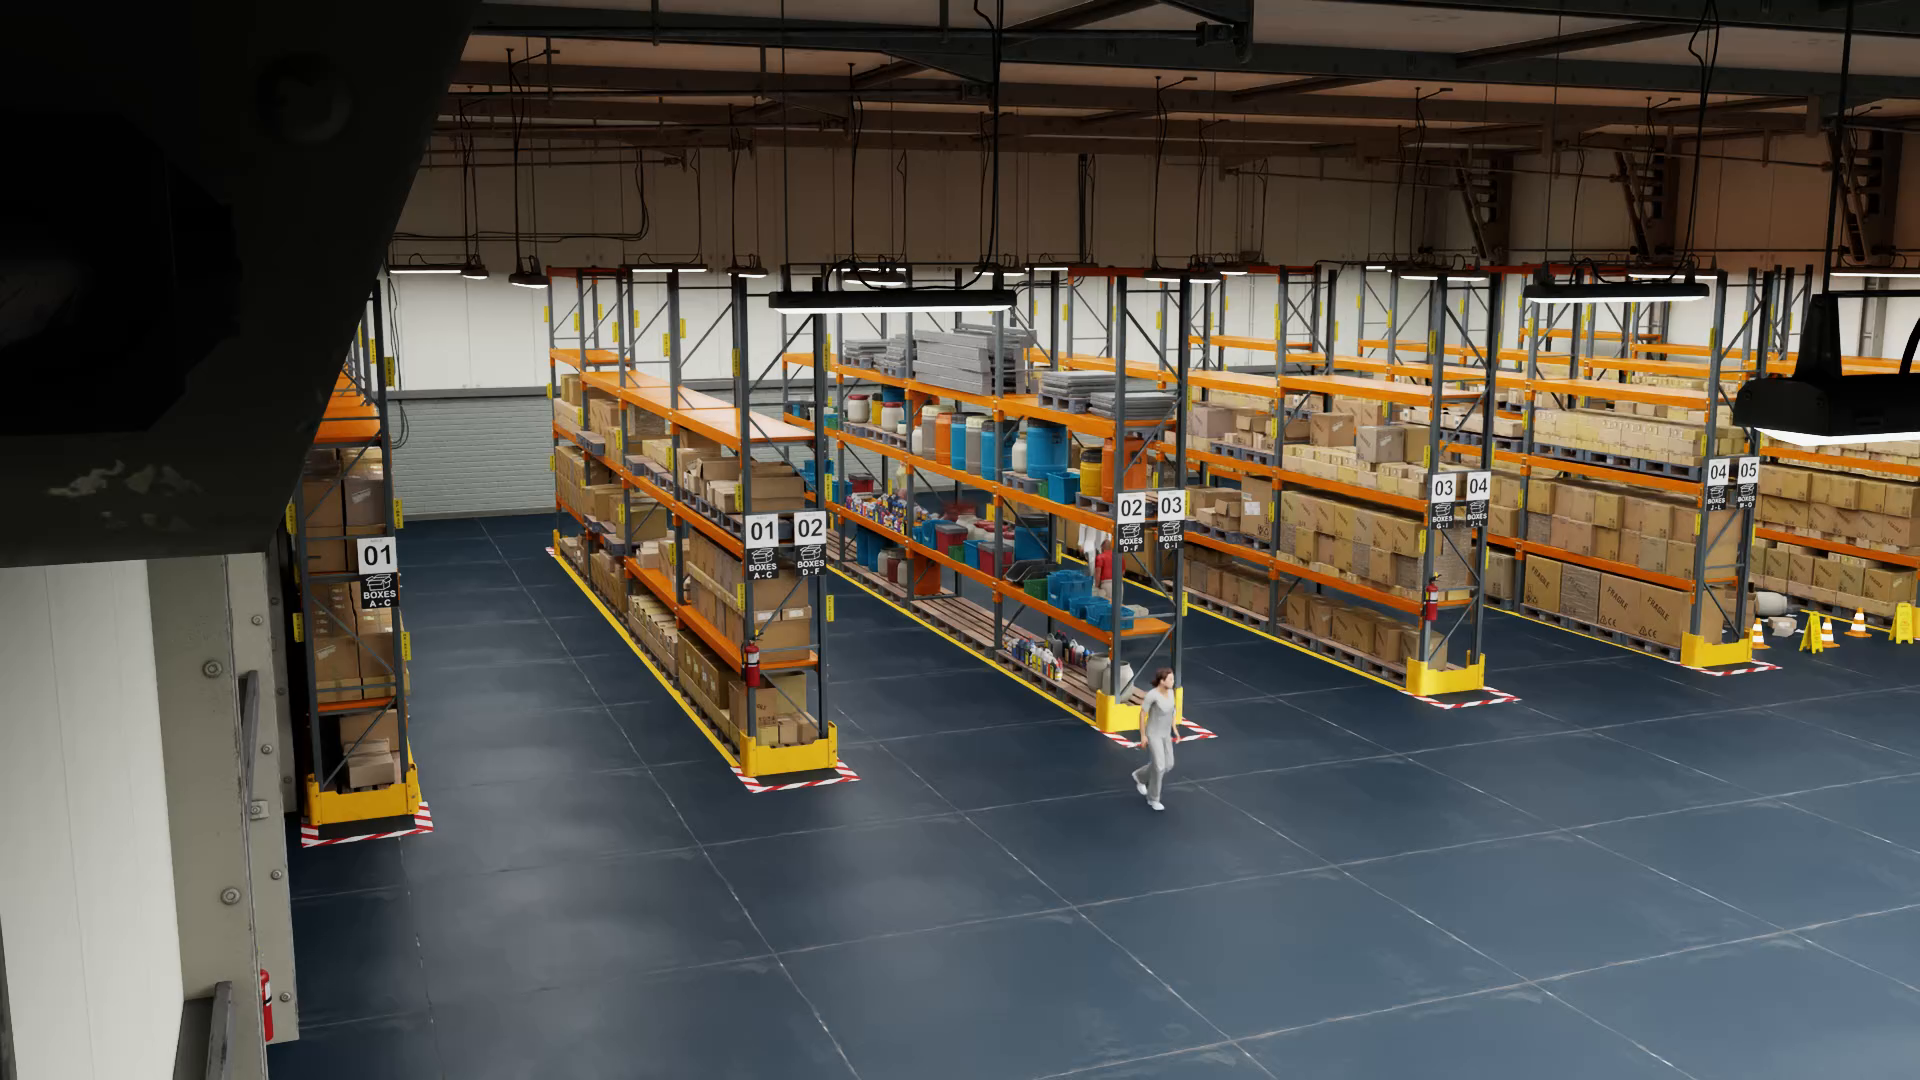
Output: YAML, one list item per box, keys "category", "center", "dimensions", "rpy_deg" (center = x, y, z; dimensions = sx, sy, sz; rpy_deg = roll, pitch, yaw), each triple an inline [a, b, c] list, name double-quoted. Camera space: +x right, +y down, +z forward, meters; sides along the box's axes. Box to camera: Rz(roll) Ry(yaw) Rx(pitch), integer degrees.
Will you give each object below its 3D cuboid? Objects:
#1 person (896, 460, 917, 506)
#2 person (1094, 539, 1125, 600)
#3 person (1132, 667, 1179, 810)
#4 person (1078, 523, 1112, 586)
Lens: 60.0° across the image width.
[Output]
- category: "person"
  center: [-1.270, -1.194, 38.738]
  dimensions: [1.002, 1.628, 0.418]
  rpy_deg: [-4, 11, -20]
- category: "person"
  center: [2.452, 0.813, 27.366]
  dimensions: [0.644, 1.613, 0.786]
  rpy_deg: [-4, 11, -20]
- category: "person"
  center: [2.194, 2.235, 19.145]
  dimensions: [0.604, 1.652, 0.502]
  rpy_deg: [10, 14, 44]
- category: "person"
  center: [2.494, 0.069, 30.239]
  dimensions: [0.633, 1.644, 0.648]
  rpy_deg: [-3, 10, -14]
